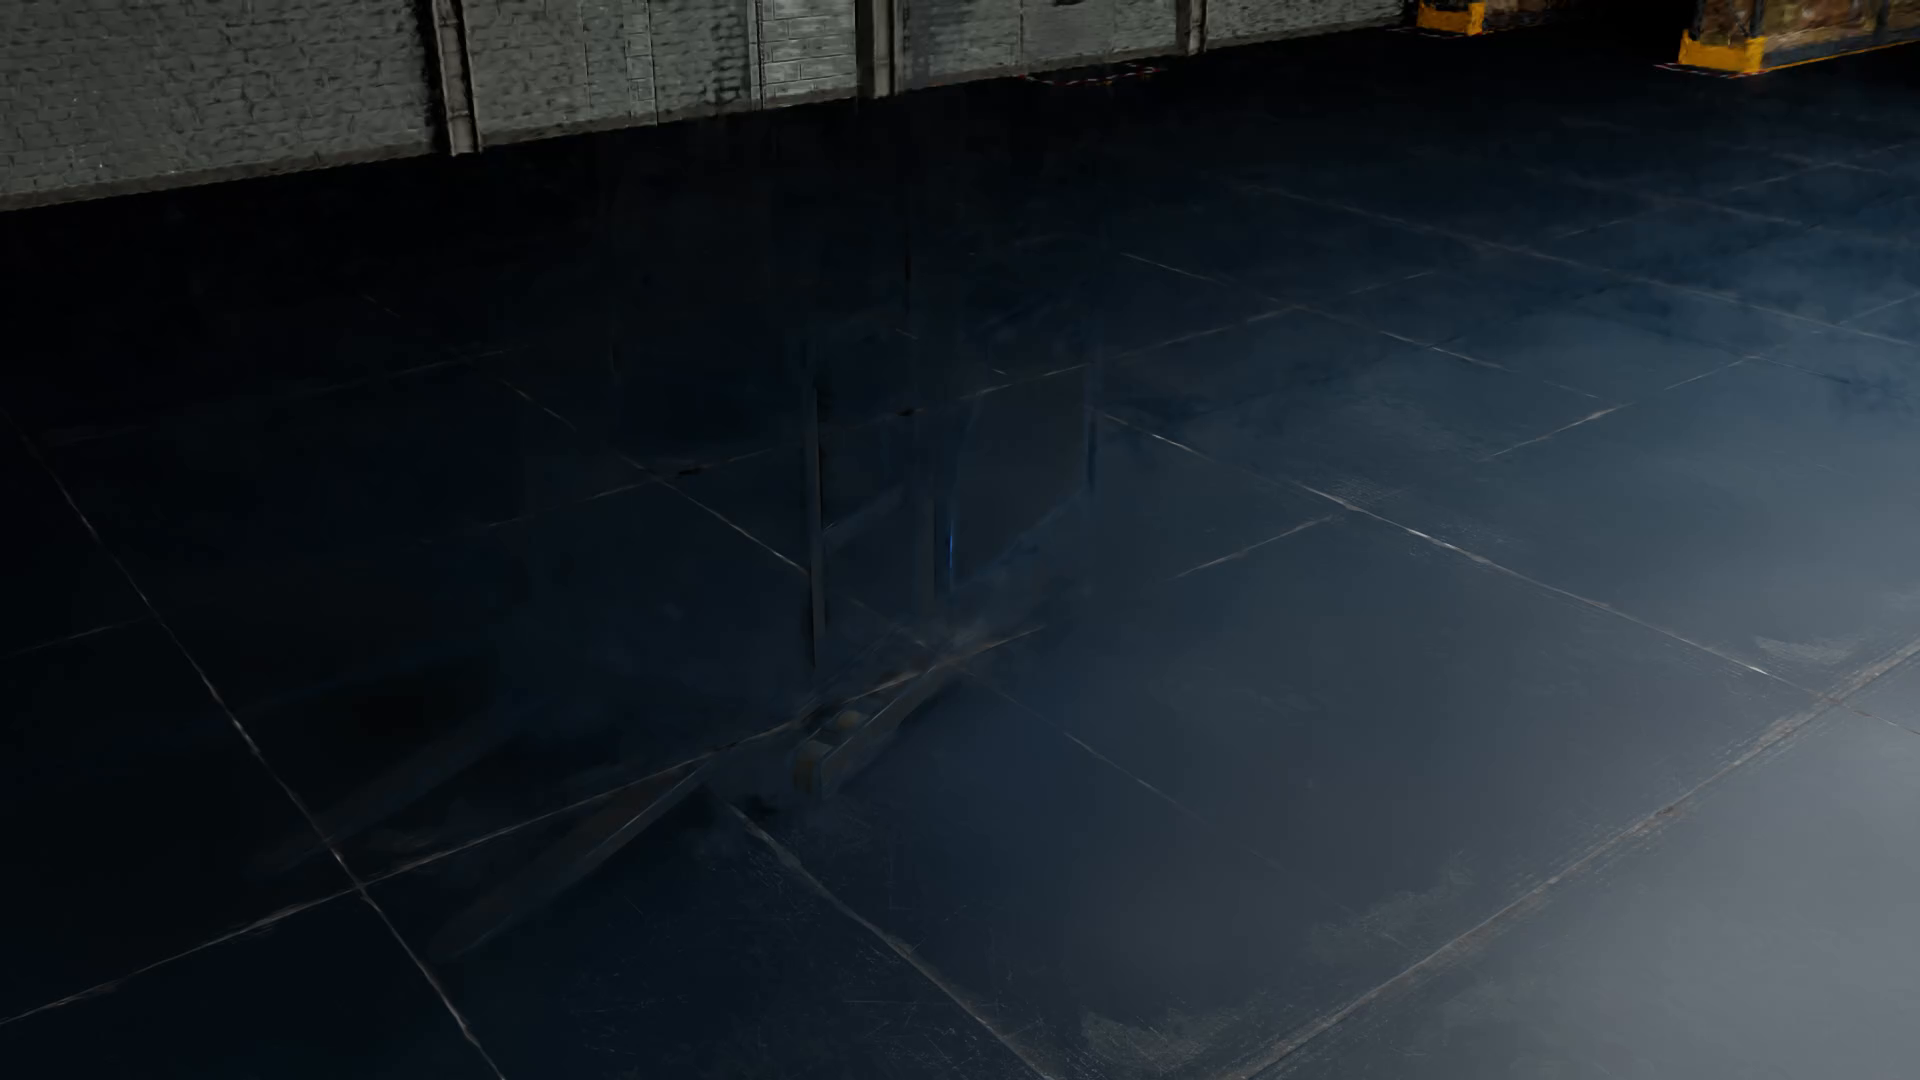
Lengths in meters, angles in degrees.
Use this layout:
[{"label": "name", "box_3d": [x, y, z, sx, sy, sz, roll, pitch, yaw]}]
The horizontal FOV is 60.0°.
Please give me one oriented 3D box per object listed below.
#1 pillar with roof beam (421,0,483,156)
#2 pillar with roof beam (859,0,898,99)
[{"label": "pillar with roof beam", "box_3d": [8.027, -6.873, 10.369, 0.400, 9.000, 9.100, -18, 31, -34]}, {"label": "pillar with roof beam", "box_3d": [12.749, -8.431, 13.728, 0.400, 9.000, 9.100, -18, 31, -34]}]
